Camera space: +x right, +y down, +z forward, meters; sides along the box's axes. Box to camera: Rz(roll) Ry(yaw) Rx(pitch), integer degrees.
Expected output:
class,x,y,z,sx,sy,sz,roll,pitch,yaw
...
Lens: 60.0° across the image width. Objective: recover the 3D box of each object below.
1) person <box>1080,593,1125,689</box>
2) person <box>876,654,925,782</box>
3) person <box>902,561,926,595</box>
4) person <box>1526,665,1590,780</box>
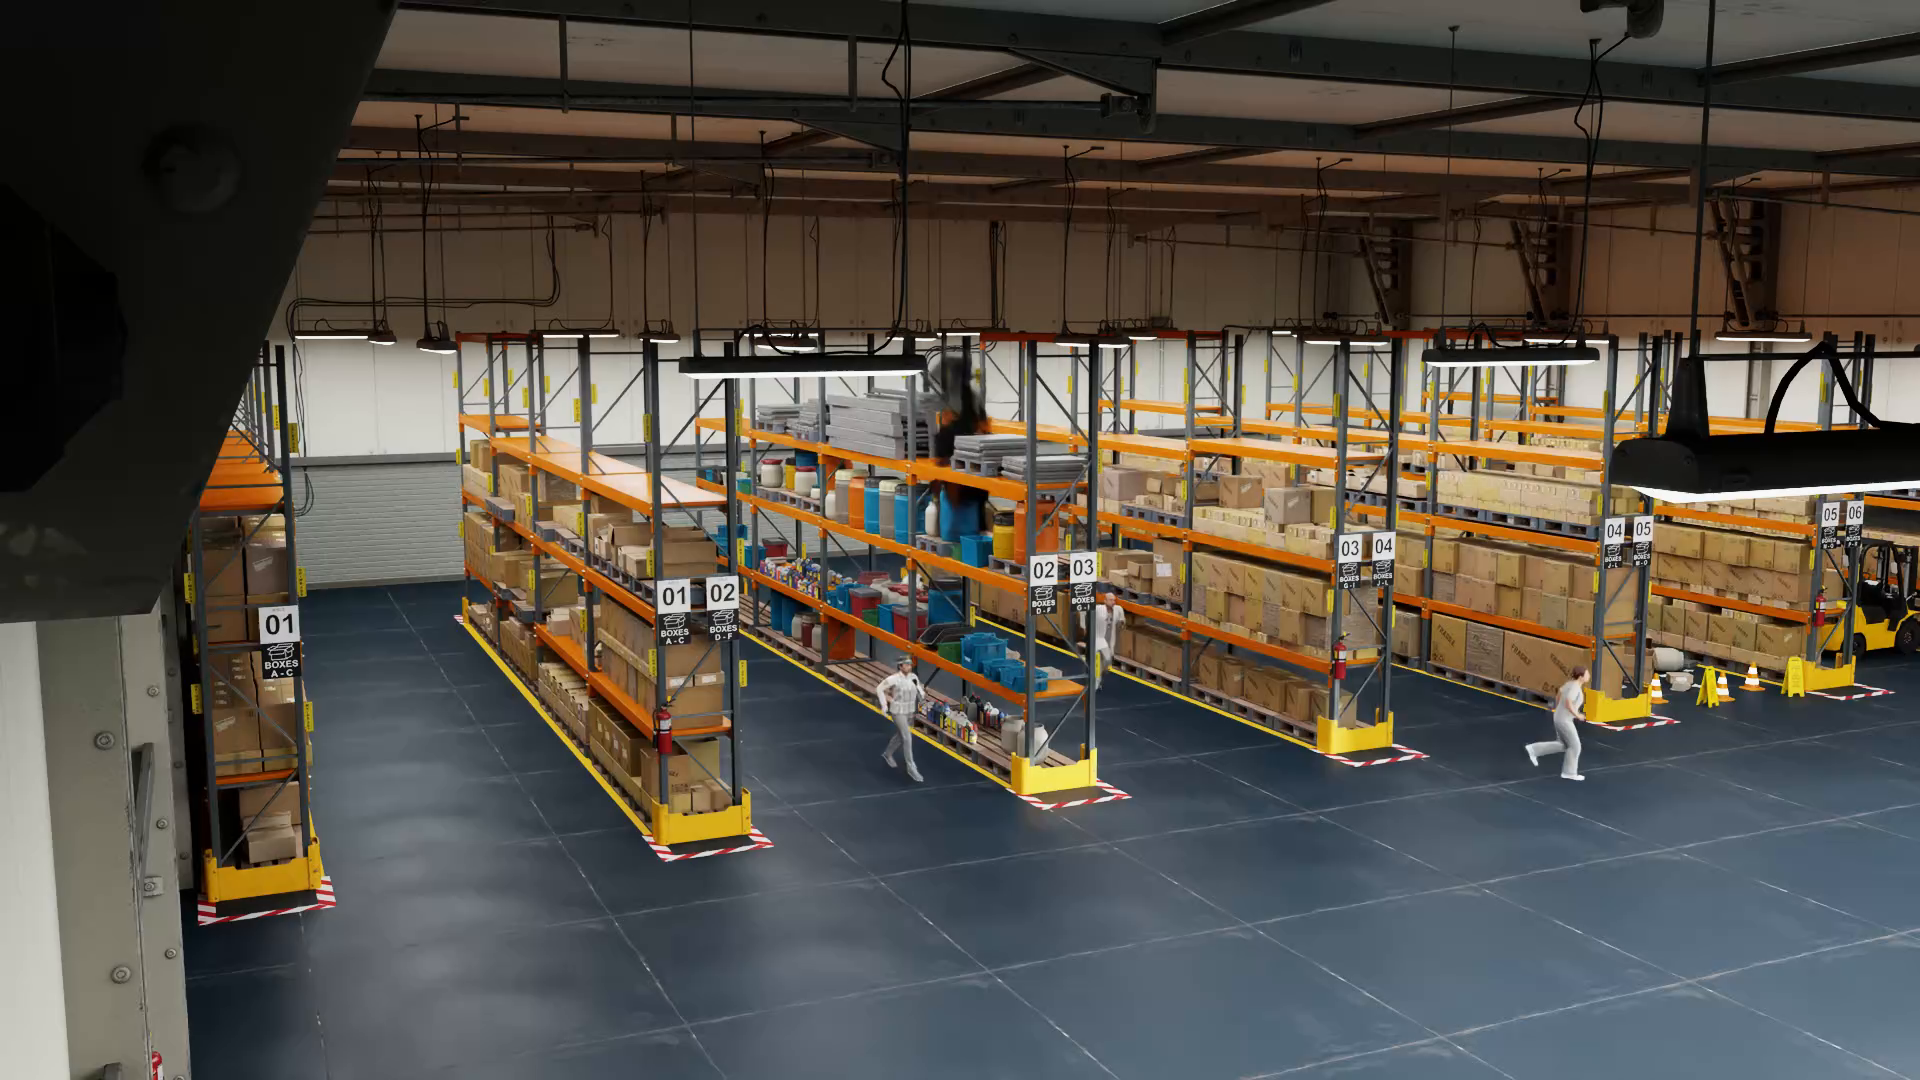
class,x,y,z,sx,sy,sz,roll,pitch,yaw
person,2.422,1.710,27.986,0.691,1.704,0.914,-4,9,-28
person,-0.798,2.399,22.896,0.591,1.721,0.885,-8,11,-44
person,-0.839,1.216,31.931,0.562,1.650,0.562,-5,9,-34
person,8.204,2.493,22.746,0.725,1.617,0.538,2,8,17
